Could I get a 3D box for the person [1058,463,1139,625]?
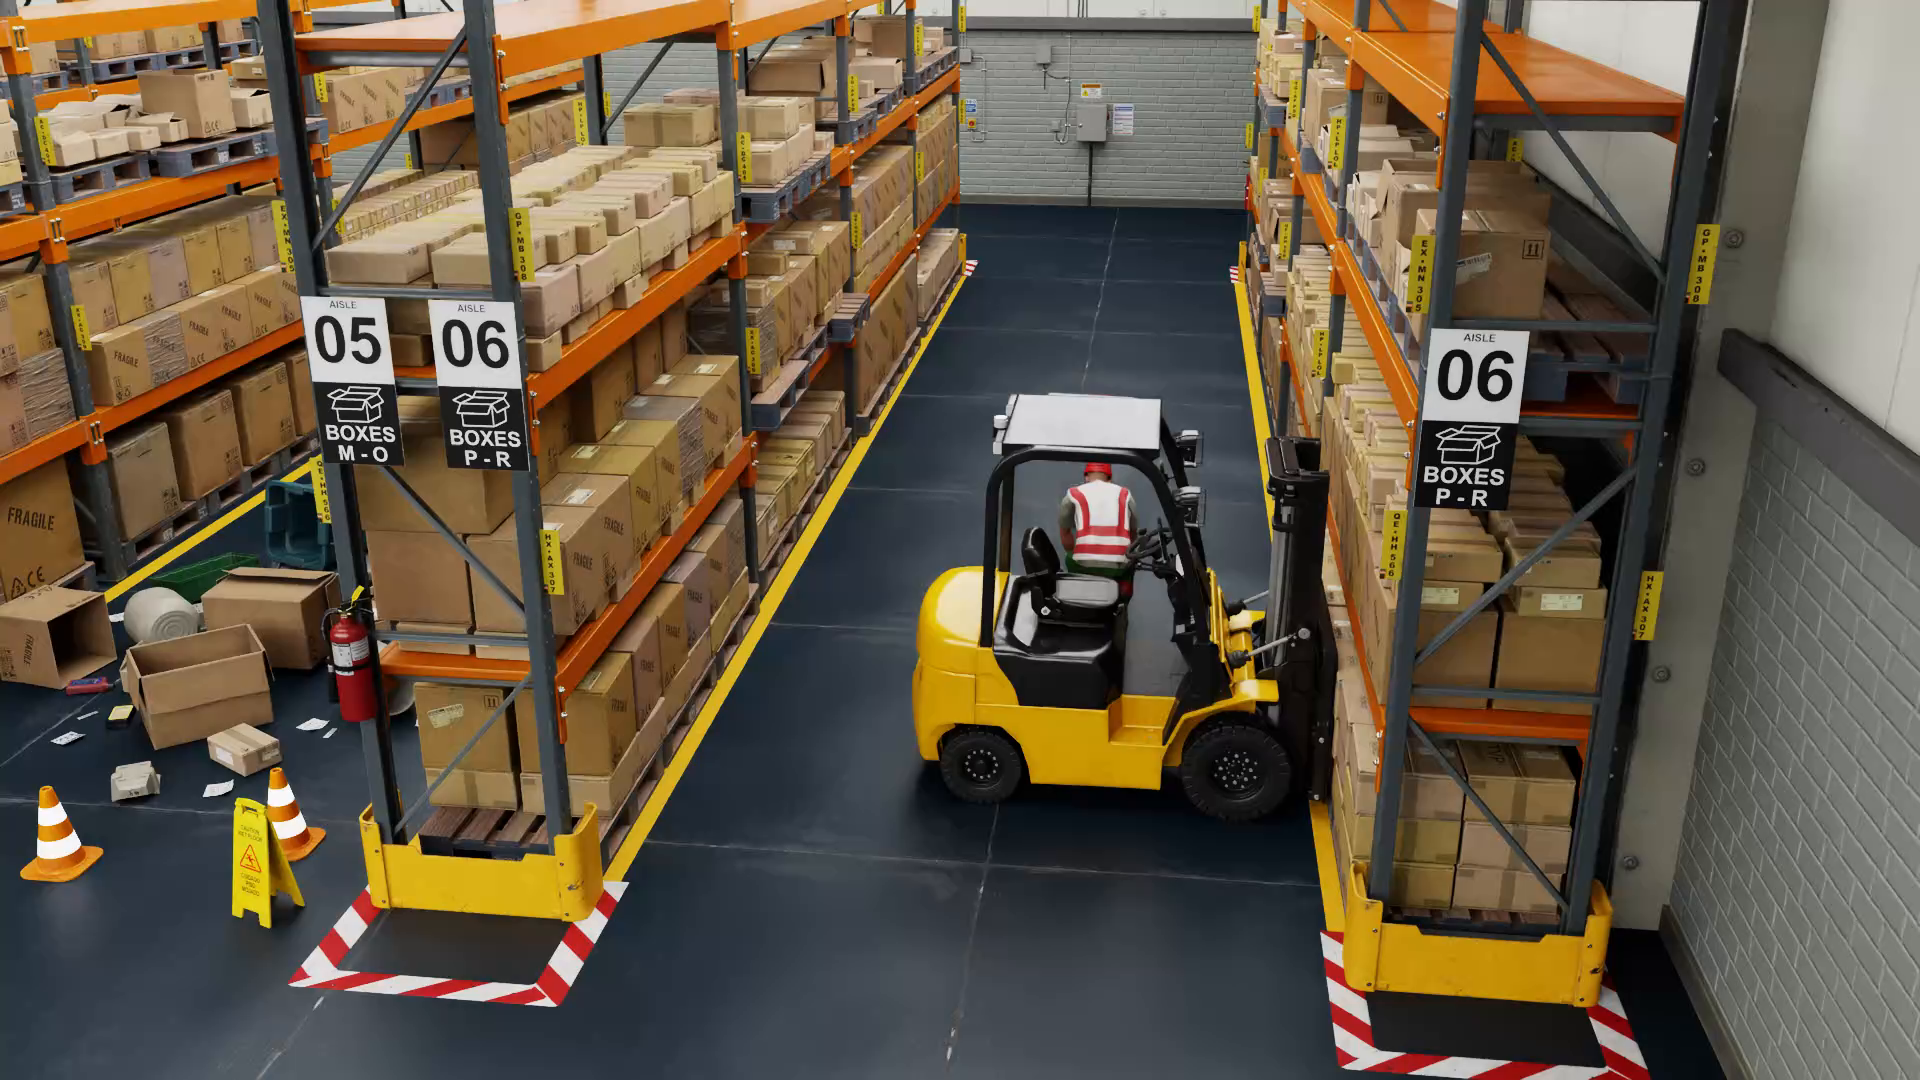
[{"bbox_3d":[0.979,0.055,11.820,0.583,1.136,0.854,2,21,6],"label":"person"}]
